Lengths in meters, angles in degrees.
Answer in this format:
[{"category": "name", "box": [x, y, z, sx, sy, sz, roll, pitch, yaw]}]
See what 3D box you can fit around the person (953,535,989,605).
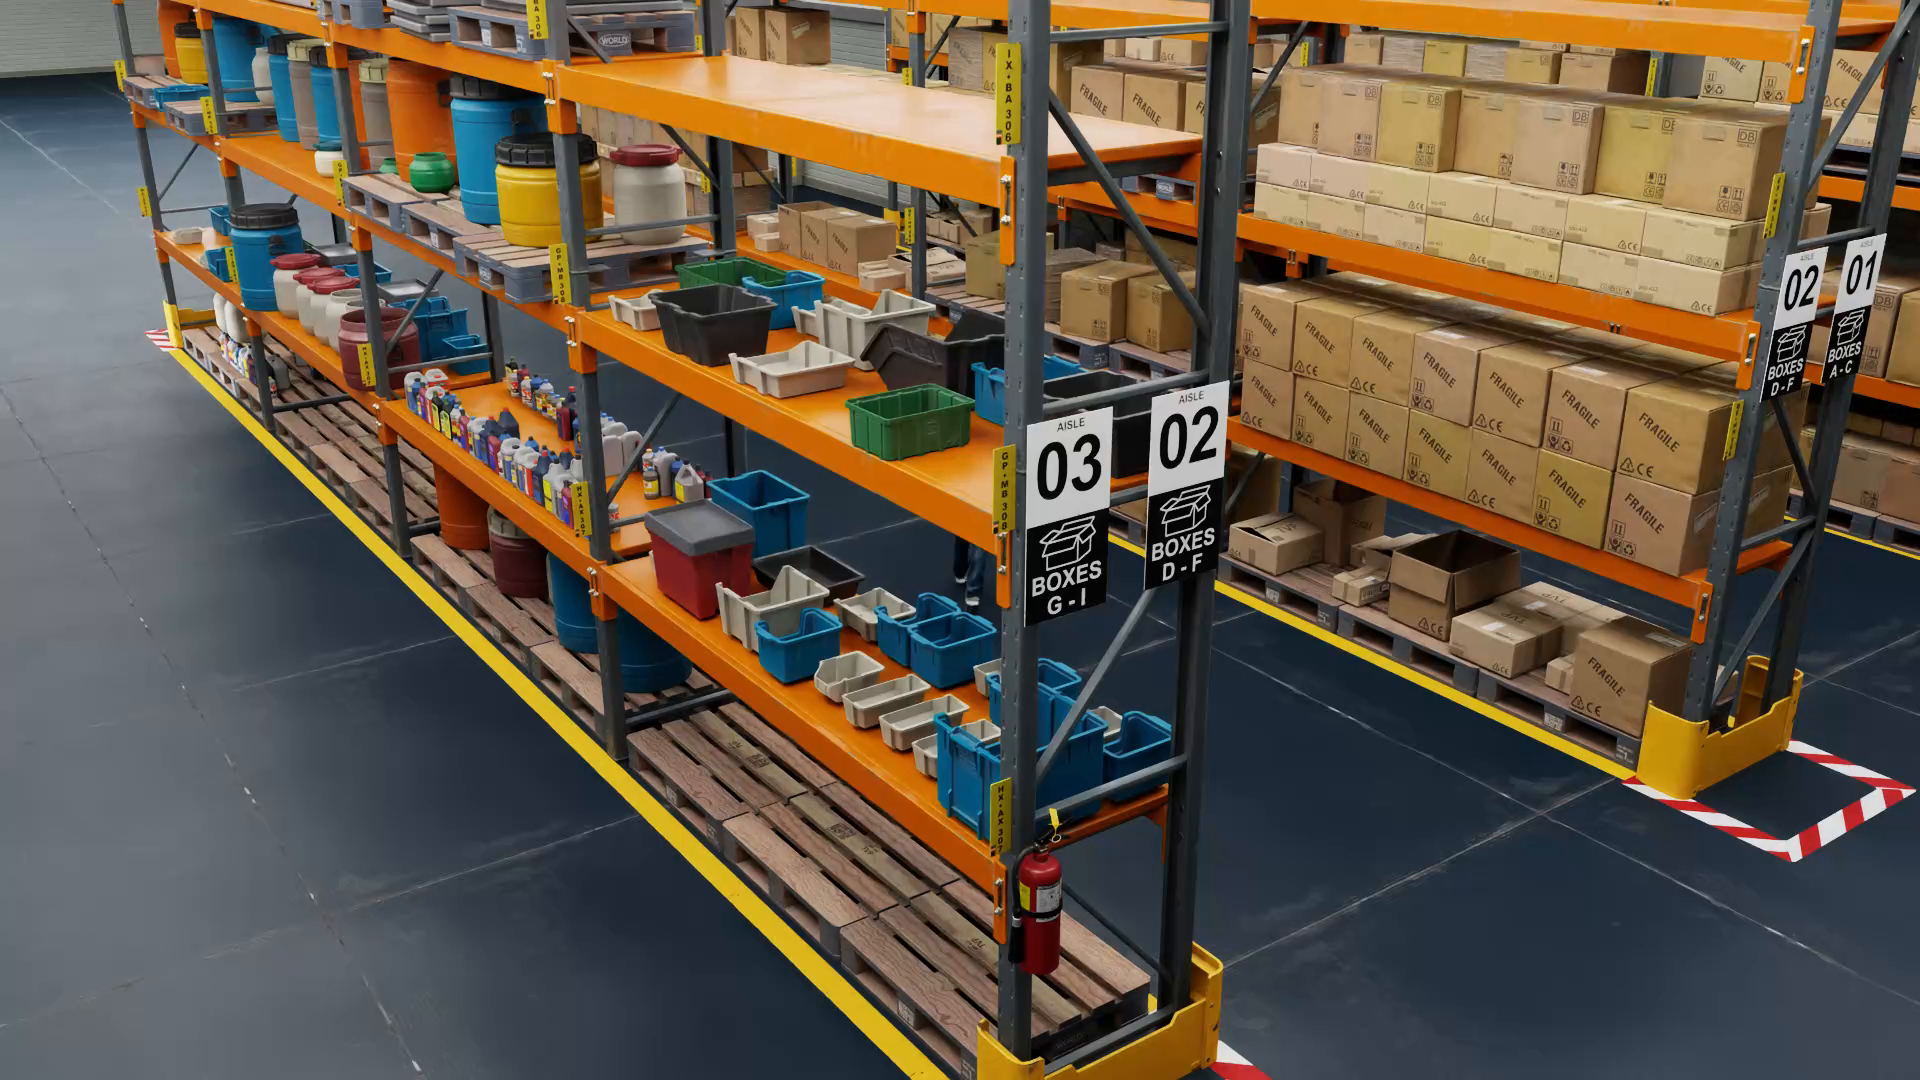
[{"category": "person", "box": [0.098, -0.323, 12.212, 0.462, 1.543, 0.750, 10, 24, 24]}]
